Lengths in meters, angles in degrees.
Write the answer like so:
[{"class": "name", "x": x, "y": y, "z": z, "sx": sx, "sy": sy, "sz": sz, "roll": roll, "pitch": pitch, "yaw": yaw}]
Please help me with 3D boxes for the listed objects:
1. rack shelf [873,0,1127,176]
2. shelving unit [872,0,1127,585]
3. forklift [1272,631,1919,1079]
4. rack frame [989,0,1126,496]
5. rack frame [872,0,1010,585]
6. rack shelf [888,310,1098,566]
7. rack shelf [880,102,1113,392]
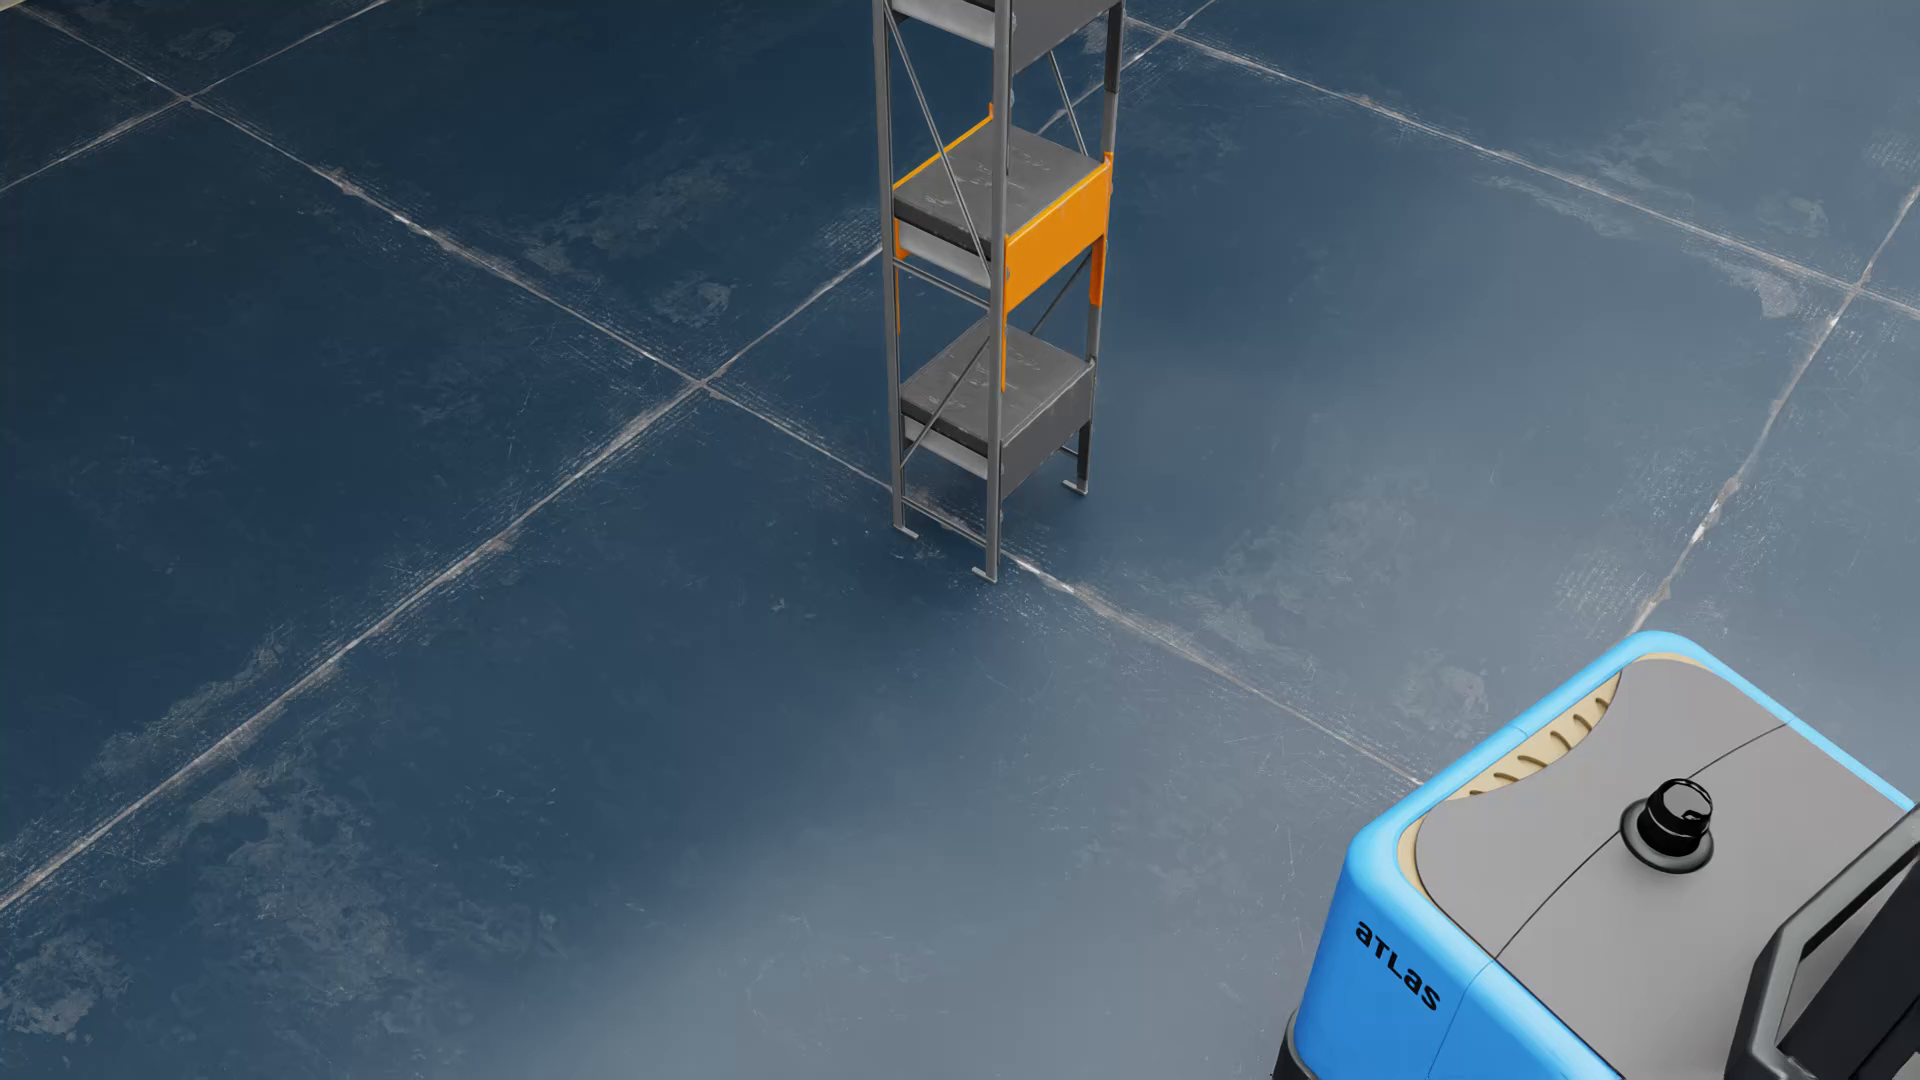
[{"class": "rack shelf", "x": 0.101, "y": -1.294, "z": 4.085, "sx": 0.431, "sy": 0.518, "sz": 0.480, "roll": 29, "pitch": 53, "yaw": 25}, {"class": "shelving unit", "x": 0.101, "y": -0.820, "z": 4.581, "sx": 0.431, "sy": 2.100, "sz": 0.503, "roll": 29, "pitch": 53, "yaw": 25}, {"class": "forklift", "x": 2.020, "y": 0.963, "z": 2.303, "sx": 1.130, "sy": 2.935, "sz": 3.031, "roll": -28, "pitch": 53, "yaw": -24}, {"class": "rack frame", "x": 0.250, "y": -0.960, "z": 4.715, "sx": 0.400, "sy": 2.100, "sz": 0.015, "roll": 29, "pitch": 53, "yaw": 25}, {"class": "rack frame", "x": -0.048, "y": -0.680, "z": 4.448, "sx": 0.400, "sy": 2.100, "sz": 0.015, "roll": 29, "pitch": 53, "yaw": 25}, {"class": "rack shelf", "x": 0.101, "y": -0.327, "z": 5.097, "sx": 0.431, "sy": 0.518, "sz": 0.480, "roll": 29, "pitch": 53, "yaw": 25}, {"class": "rack shelf", "x": 0.101, "y": -0.811, "z": 4.591, "sx": 0.431, "sy": 0.518, "sz": 0.480, "roll": 29, "pitch": 53, "yaw": 25}]
